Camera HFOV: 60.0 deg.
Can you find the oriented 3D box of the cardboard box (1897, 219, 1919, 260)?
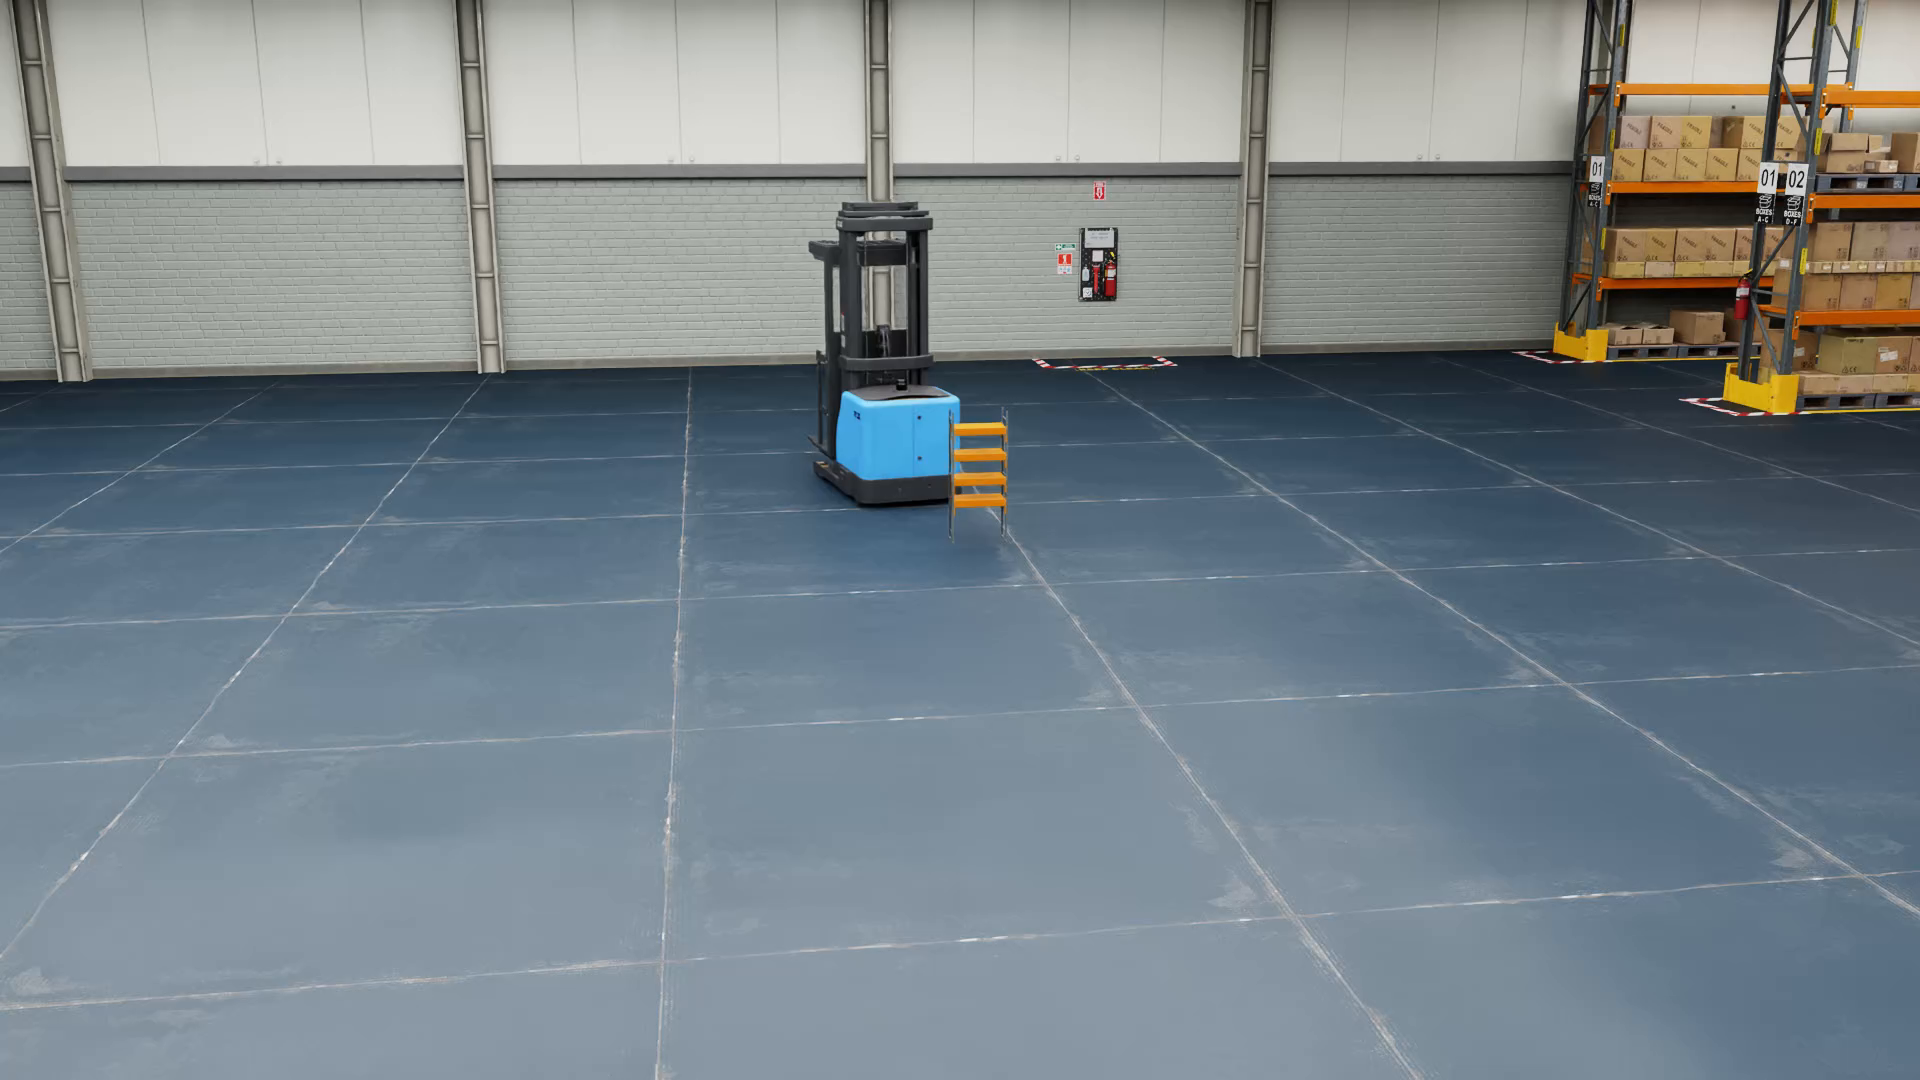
[{"bbox_3d":[12.828,-4.019,22.210,0.500,0.500,0.700,-2,14,-8],"label":"cardboard box"}]

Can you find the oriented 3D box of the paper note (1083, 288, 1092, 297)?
[{"bbox_3d":[2.053,-3.979,26.732,0.142,0.148,0.016,-2,14,-8],"label":"paper note"}]

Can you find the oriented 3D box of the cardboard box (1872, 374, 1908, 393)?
[{"bbox_3d":[12.351,-2.142,22.385,0.500,0.250,0.500,-2,14,-8],"label":"cardboard box"}]

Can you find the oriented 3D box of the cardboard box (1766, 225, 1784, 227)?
[{"bbox_3d":[13.517,-4.939,27.476,0.500,0.500,0.500,-2,14,-10],"label":"cardboard box"}]

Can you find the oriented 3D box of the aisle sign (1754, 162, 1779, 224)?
[{"bbox_3d":[10.690,-4.598,22.046,0.004,0.787,0.394,-2,14,-8],"label":"aisle sign"}]

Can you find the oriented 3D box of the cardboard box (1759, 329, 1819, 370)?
[{"bbox_3d":[11.285,-2.594,22.645,0.500,0.500,0.500,-2,14,-8],"label":"cardboard box"}]

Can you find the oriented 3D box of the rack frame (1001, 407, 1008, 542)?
[{"bbox_3d":[0.405,-0.597,15.135,0.015,1.200,0.240,-2,14,-8],"label":"rack frame"}]

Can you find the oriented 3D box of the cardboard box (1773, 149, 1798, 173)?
[{"bbox_3d":[13.048,-6.025,26.668,0.500,0.500,0.500,-3,14,-13],"label":"cardboard box"}]

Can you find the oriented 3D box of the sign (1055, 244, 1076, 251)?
[{"bbox_3d":[1.682,-4.673,26.526,0.331,0.109,0.001,-2,14,-8],"label":"sign"}]

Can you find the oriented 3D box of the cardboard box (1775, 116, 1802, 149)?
[{"bbox_3d":[13.014,-6.497,26.495,0.500,0.500,0.500,-1,14,-5],"label":"cardboard box"}]

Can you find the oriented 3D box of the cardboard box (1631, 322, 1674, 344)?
[{"bbox_3d":[11.319,-3.394,27.210,0.500,0.311,0.500,-1,14,-4],"label":"cardboard box"}]

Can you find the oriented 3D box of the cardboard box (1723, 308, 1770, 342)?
[{"bbox_3d":[12.992,-3.559,27.481,0.500,0.500,0.500,-3,14,-13],"label":"cardboard box"}]

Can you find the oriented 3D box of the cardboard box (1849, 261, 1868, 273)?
[{"bbox_3d":[11.727,-3.613,21.924,0.250,0.149,0.380,-2,14,-8],"label":"cardboard box"}]

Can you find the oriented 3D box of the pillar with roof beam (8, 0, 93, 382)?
[{"bbox_3d":[-12.470,-5.698,19.444,0.400,9.000,9.100,-2,14,-8],"label":"pillar with roof beam"}]

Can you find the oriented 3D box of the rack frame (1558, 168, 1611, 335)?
[{"bbox_3d":[10.057,-4.460,26.841,0.127,3.000,1.000,-2,14,-8],"label":"rack frame"}]

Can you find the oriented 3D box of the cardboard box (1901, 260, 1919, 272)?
[{"bbox_3d":[12.492,-3.642,22.037,0.250,0.149,0.380,-2,14,-9],"label":"cardboard box"}]

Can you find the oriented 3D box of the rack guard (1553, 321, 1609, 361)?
[{"bbox_3d":[10.132,-3.251,27.156,0.348,0.500,1.175,-2,14,-8],"label":"rack guard"}]

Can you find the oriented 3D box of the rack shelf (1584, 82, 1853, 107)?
[{"bbox_3d":[12.035,-7.092,26.488,4.000,0.370,1.077,-2,14,-8],"label":"rack shelf"}]

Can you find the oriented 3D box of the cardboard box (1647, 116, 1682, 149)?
[{"bbox_3d":[10.978,-6.420,26.186,0.500,0.500,0.500,-2,14,-9],"label":"cardboard box"}]

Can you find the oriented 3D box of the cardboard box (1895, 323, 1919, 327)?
[{"bbox_3d":[15.752,-3.676,27.949,0.500,0.500,0.700,-2,14,-8],"label":"cardboard box"}]

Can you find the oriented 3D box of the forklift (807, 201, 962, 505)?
[{"bbox_3d":[-0.943,-2.088,17.522,1.130,2.935,3.031,-5,15,-18],"label":"forklift"}]

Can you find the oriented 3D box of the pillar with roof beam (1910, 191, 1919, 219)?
[{"bbox_3d":[17.195,-6.786,23.780,0.400,9.000,9.100,-2,14,-8],"label":"pillar with roof beam"}]

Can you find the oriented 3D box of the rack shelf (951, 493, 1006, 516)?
[{"bbox_3d":[0.164,-0.330,15.164,0.480,0.148,0.258,-2,14,-8],"label":"rack shelf"}]

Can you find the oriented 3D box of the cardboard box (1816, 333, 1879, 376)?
[{"bbox_3d":[11.856,-2.487,22.220,0.500,0.500,0.500,-2,14,-8],"label":"cardboard box"}]

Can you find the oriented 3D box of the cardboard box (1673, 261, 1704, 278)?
[{"bbox_3d":[11.603,-4.378,26.779,0.500,0.250,0.500,-2,14,-9],"label":"cardboard box"}]

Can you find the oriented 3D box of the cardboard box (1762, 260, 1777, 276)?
[{"bbox_3d":[13.095,-4.436,27.011,0.500,0.250,0.500,-2,14,-8],"label":"cardboard box"}]

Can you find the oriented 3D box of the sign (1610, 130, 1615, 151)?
[{"bbox_3d":[10.138,-6.209,25.849,0.005,0.325,0.100,-2,14,-8],"label":"sign"}]

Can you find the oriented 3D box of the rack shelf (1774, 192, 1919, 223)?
[{"bbox_3d":[12.777,-4.447,22.101,4.000,0.370,1.077,-2,14,-8],"label":"rack shelf"}]

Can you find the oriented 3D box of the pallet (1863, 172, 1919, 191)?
[{"bbox_3d":[12.711,-4.745,21.993,1.213,0.211,1.003,-2,14,-8],"label":"pallet"}]

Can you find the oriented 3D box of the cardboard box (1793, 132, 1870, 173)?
[{"bbox_3d":[11.368,-5.065,21.723,0.637,0.503,0.797,-1,14,-4],"label":"cardboard box"}]

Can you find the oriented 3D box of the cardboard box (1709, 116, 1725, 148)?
[{"bbox_3d":[11.972,-6.588,26.857,0.500,0.500,0.500,-2,14,-8],"label":"cardboard box"}]

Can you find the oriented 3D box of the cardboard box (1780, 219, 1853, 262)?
[{"bbox_3d":[11.315,-3.962,21.983,0.500,0.500,0.700,-2,14,-8],"label":"cardboard box"}]

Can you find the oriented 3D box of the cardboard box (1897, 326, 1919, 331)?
[{"bbox_3d":[13.260,-2.670,22.949,0.500,0.500,0.500,-2,14,-8],"label":"cardboard box"}]

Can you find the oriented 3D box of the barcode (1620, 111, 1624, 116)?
[{"bbox_3d":[10.685,-6.886,26.851,0.075,0.075,0.001,-2,14,-8],"label":"barcode"}]

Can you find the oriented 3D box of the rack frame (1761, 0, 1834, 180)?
[{"bbox_3d":[10.799,-6.179,21.360,0.127,3.000,1.000,-2,14,-8],"label":"rack frame"}]

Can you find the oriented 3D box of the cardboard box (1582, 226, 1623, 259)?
[{"bbox_3d":[10.492,-4.829,27.037,0.500,0.500,0.500,-2,14,-9],"label":"cardboard box"}]

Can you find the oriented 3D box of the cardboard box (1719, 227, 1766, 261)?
[{"bbox_3d":[12.599,-4.779,26.838,0.500,0.500,0.500,-3,14,-10],"label":"cardboard box"}]

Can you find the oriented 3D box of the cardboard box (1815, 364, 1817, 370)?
[{"bbox_3d":[11.778,-2.250,22.818,0.500,0.250,0.500,-2,14,-8],"label":"cardboard box"}]

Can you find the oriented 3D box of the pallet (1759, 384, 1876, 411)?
[{"bbox_3d":[11.549,-1.954,22.580,1.213,0.211,1.003,-2,14,-8],"label":"pallet"}]

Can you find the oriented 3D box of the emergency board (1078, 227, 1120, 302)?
[{"bbox_3d":[2.238,-4.396,26.584,0.643,1.169,0.194,-2,14,-8],"label":"emergency board"}]

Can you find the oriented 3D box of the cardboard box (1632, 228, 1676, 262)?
[{"bbox_3d":[11.064,-4.721,26.608,0.500,0.500,0.500,-2,14,-8],"label":"cardboard box"}]

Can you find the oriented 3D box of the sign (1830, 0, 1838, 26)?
[{"bbox_3d":[10.875,-6.575,20.694,0.005,0.325,0.100,-2,14,-8],"label":"sign"}]

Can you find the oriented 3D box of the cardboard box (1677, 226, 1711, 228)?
[{"bbox_3d":[11.999,-4.883,27.252,0.500,0.500,0.500,-2,14,-8],"label":"cardboard box"}]

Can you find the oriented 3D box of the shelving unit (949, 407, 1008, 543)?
[{"bbox_3d":[0.164,-0.588,15.100,0.503,1.200,0.258,-2,14,-8],"label":"shelving unit"}]

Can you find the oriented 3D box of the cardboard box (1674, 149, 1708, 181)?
[{"bbox_3d":[11.474,-5.956,26.392,0.500,0.500,0.500,-1,14,-6],"label":"cardboard box"}]

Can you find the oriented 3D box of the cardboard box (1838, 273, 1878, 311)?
[{"bbox_3d":[11.781,-3.351,22.213,0.500,0.500,0.700,-2,14,-7],"label":"cardboard box"}]
